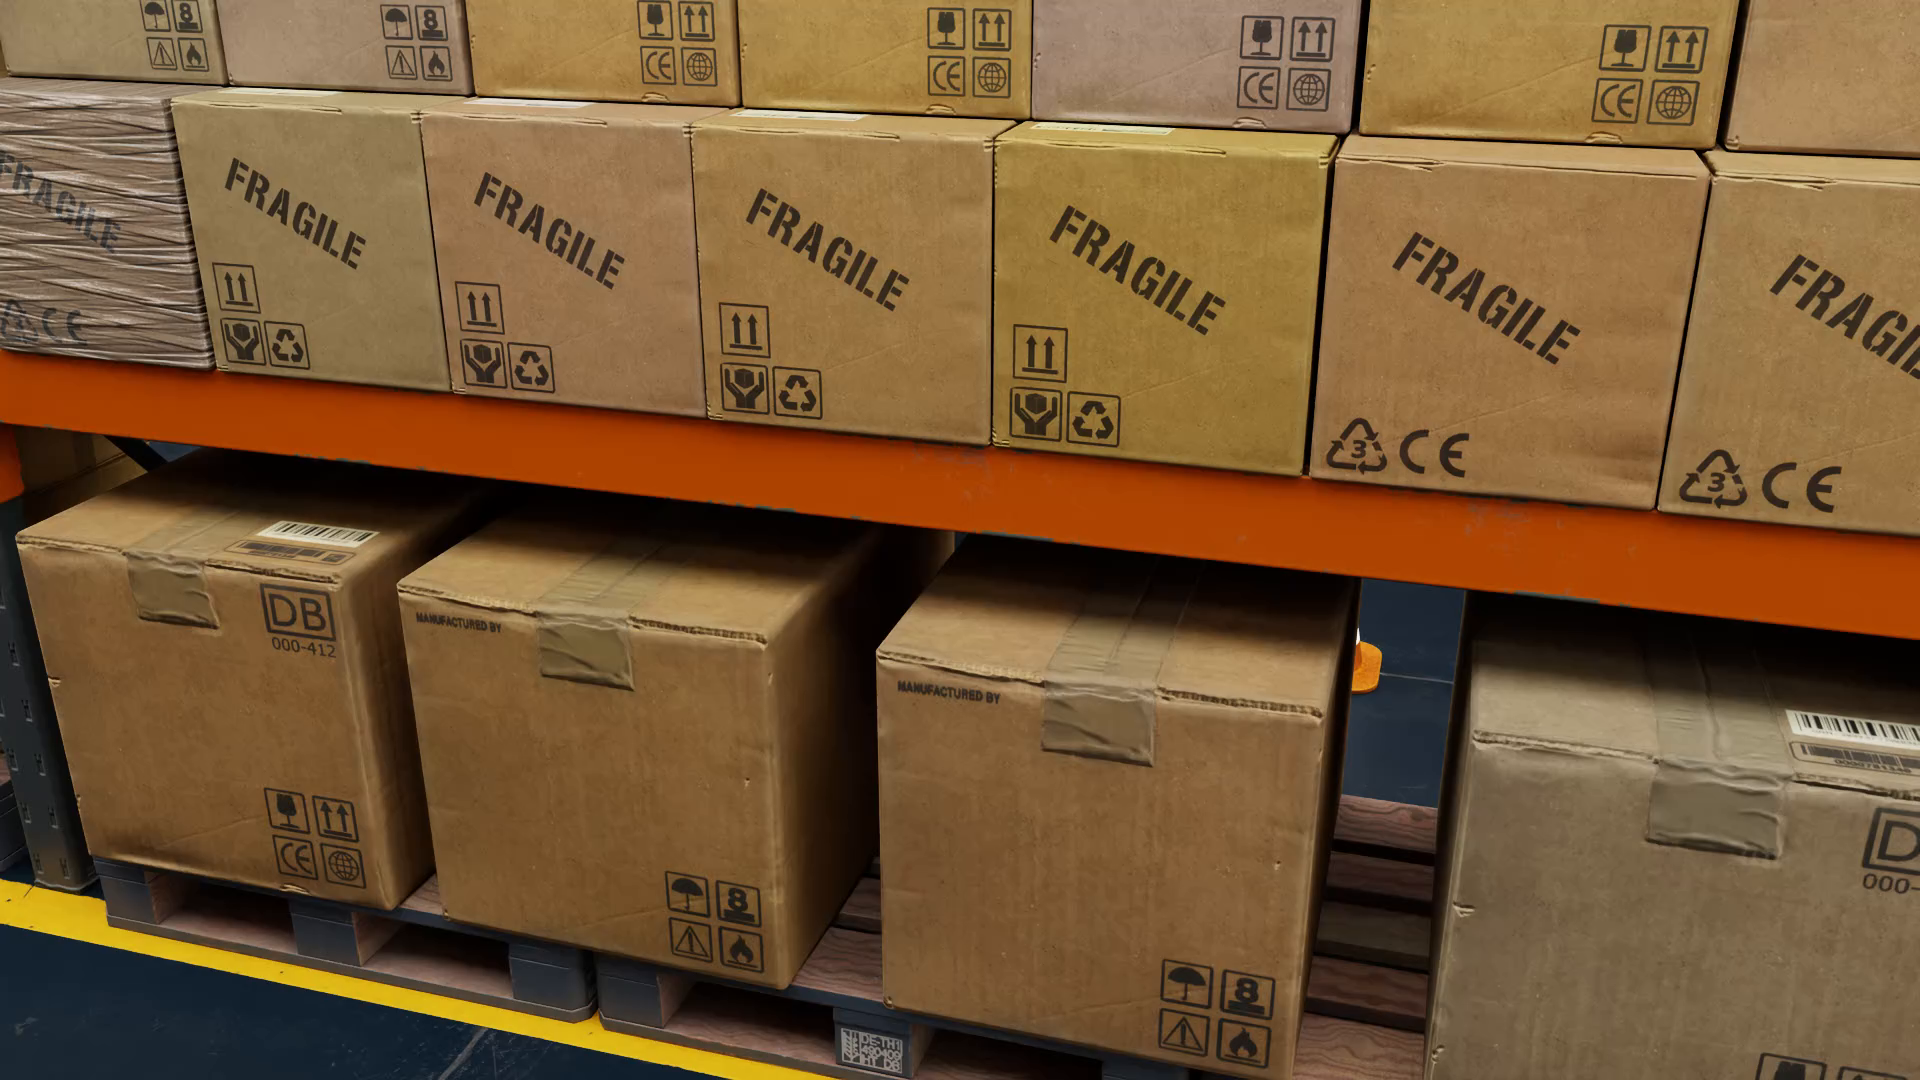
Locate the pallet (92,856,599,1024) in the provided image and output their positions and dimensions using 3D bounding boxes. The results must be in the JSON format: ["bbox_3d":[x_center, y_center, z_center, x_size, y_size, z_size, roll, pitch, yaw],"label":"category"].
[{"bbox_3d":[-1.188,0.640,3.933,1.213,0.211,1.003,7,23,16],"label":"pallet"}]

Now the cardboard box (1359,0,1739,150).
[{"bbox_3d":[0.938,-0.943,2.666,0.500,0.500,0.700,6,23,15],"label":"cardboard box"}]

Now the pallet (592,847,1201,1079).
[{"bbox_3d":[-0.024,0.774,3.605,1.213,0.211,1.003,7,23,16],"label":"pallet"}]

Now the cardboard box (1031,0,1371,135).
[{"bbox_3d":[0.454,-0.998,2.802,0.500,0.500,0.700,7,23,16],"label":"cardboard box"}]

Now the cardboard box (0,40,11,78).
[{"bbox_3d":[-2.326,-1.106,3.899,0.250,0.149,0.380,8,24,18],"label":"cardboard box"}]

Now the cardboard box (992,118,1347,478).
[{"bbox_3d":[0.364,-0.443,2.766,0.500,0.500,0.500,7,23,16],"label":"cardboard box"}]

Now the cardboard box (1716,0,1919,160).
[{"bbox_3d":[1.431,-0.887,2.531,0.500,0.500,0.700,6,23,15],"label":"cardboard box"}]

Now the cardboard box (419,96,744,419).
[{"bbox_3d":[-0.599,-0.553,3.034,0.500,0.500,0.500,7,23,15],"label":"cardboard box"}]

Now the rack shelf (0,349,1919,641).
[{"bbox_3d":[-0.007,-0.212,3.283,4.000,0.370,1.077,7,23,16],"label":"rack shelf"}]

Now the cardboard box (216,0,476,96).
[{"bbox_3d":[-1.010,-1.165,3.210,0.500,0.500,0.700,6,23,15],"label":"cardboard box"}]

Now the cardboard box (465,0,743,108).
[{"bbox_3d":[-0.518,-1.110,3.074,0.500,0.500,0.700,6,23,15],"label":"cardboard box"}]

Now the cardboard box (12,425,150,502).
[{"bbox_3d":[-2.512,-0.313,4.332,0.500,0.250,0.500,5,23,13],"label":"cardboard box"}]

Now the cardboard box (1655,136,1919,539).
[{"bbox_3d":[1.331,-0.332,2.496,0.500,0.500,0.500,6,23,15],"label":"cardboard box"}]

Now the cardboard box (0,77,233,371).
[{"bbox_3d":[-1.570,-0.663,3.303,0.500,0.500,0.500,7,23,16],"label":"cardboard box"}]

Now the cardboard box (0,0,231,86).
[{"bbox_3d":[-1.494,-1.220,3.343,0.500,0.500,0.700,6,23,15],"label":"cardboard box"}]

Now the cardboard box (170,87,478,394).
[{"bbox_3d":[-1.082,-0.609,3.170,0.500,0.500,0.500,6,23,15],"label":"cardboard box"}]

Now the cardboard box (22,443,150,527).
[{"bbox_3d":[-2.525,0.028,4.491,0.500,0.500,0.500,6,23,13],"label":"cardboard box"}]

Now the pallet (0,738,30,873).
[{"bbox_3d":[-2.669,0.440,4.420,1.213,0.211,1.003,7,23,16],"label":"pallet"}]

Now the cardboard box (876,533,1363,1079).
[{"bbox_3d":[0.365,0.378,3.307,0.750,0.750,1.050,7,23,15],"label":"cardboard box"}]

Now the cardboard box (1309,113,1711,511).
[{"bbox_3d":[0.848,-0.388,2.631,0.500,0.500,0.500,6,23,15],"label":"cardboard box"}]

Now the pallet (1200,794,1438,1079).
[{"bbox_3d":[1.148,0.907,3.281,1.213,0.211,1.003,7,23,16],"label":"pallet"}]

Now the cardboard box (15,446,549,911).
[{"bbox_3d":[-1.364,0.182,3.786,0.750,0.750,1.050,6,23,15],"label":"cardboard box"}]

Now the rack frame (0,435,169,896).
[{"bbox_3d":[-1.921,-0.764,3.681,0.127,3.000,1.000,7,23,16],"label":"rack frame"}]

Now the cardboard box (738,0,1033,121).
[{"bbox_3d":[-0.029,-1.054,2.938,0.500,0.500,0.700,6,23,15],"label":"cardboard box"}]

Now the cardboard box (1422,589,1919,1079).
[{"bbox_3d":[1.288,0.485,3.045,0.750,0.750,1.050,6,23,15],"label":"cardboard box"}]

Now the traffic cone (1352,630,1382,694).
[{"bbox_3d":[1.060,0.152,4.789,0.334,0.463,0.336,7,23,16],"label":"traffic cone"}]

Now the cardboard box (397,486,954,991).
[{"bbox_3d":[-0.526,0.276,3.555,0.750,0.750,1.050,7,23,16],"label":"cardboard box"}]

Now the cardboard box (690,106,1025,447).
[{"bbox_3d":[-0.123,-0.498,2.899,0.500,0.500,0.500,6,23,15],"label":"cardboard box"}]
